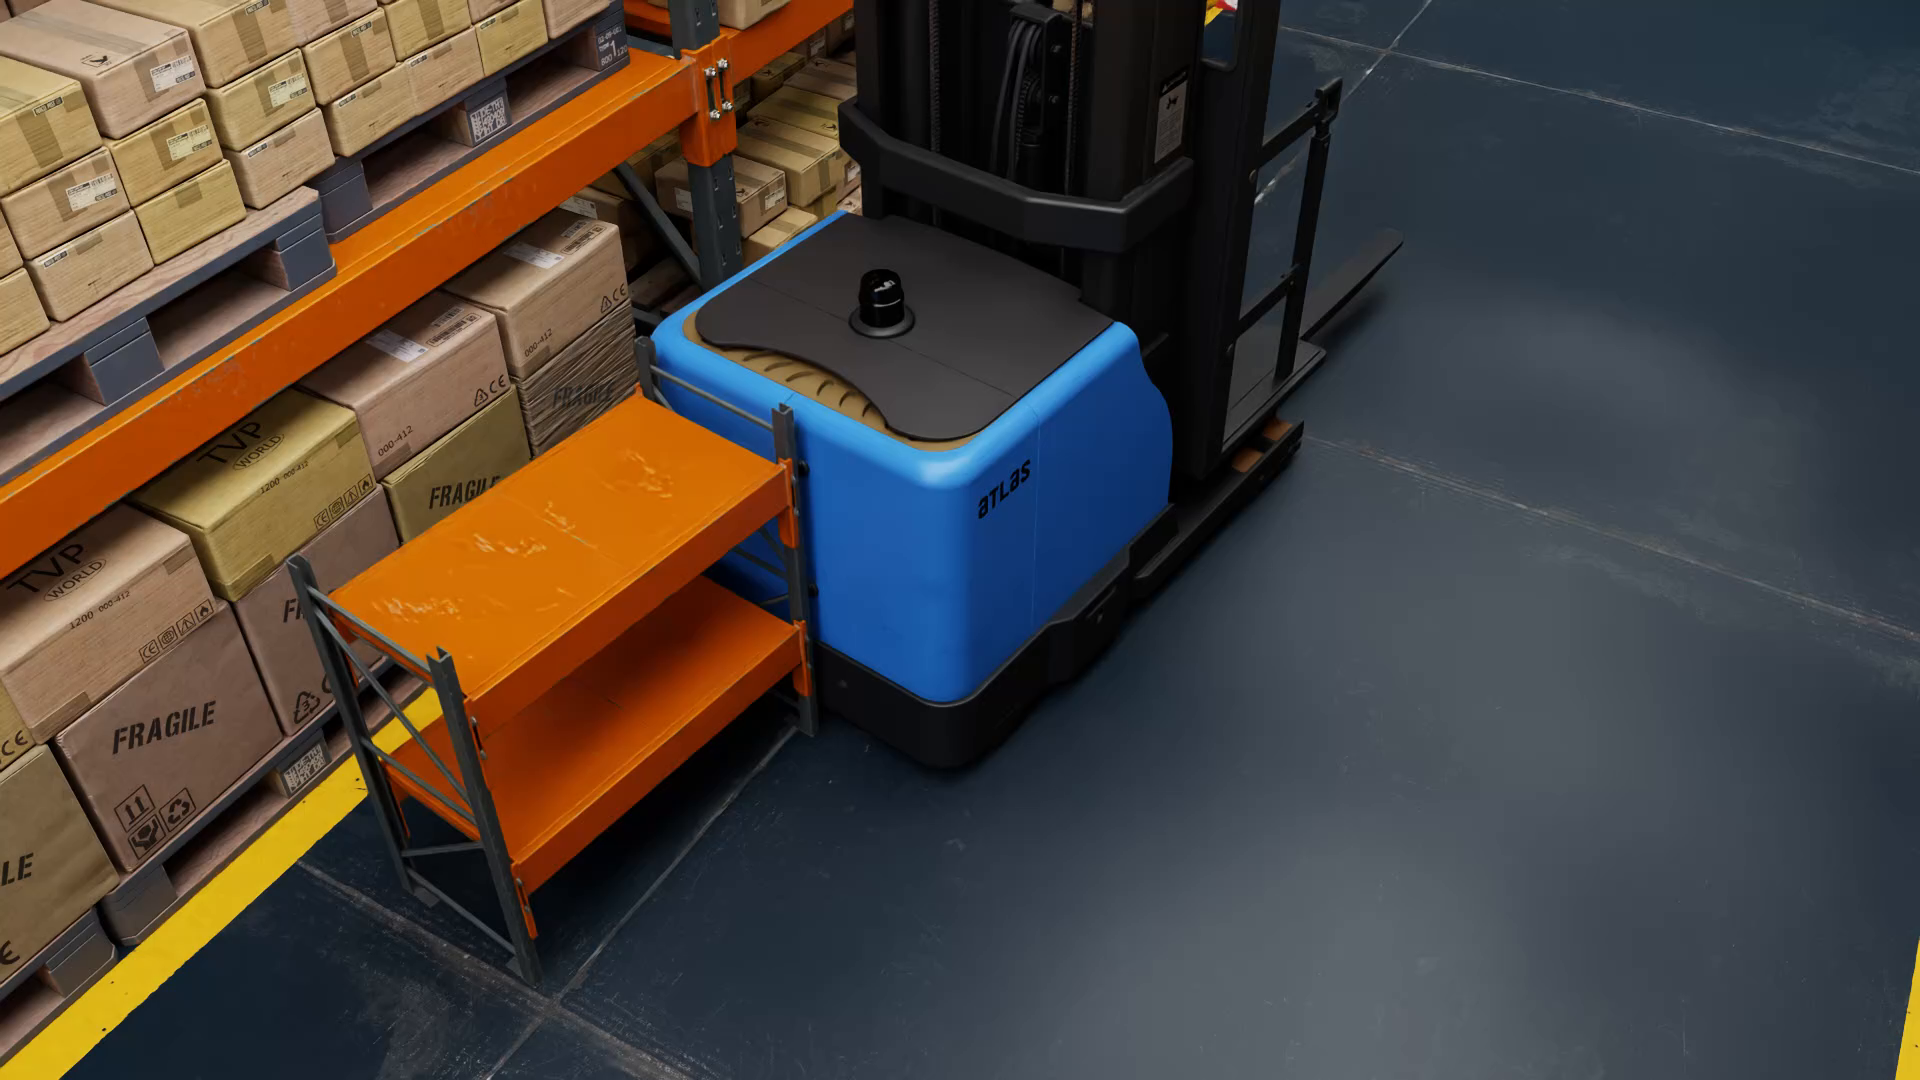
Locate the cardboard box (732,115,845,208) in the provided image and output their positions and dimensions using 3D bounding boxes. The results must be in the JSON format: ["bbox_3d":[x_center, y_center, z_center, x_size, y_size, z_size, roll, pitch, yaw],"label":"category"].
[{"bbox_3d":[-0.634,-1.344,5.896,0.380,0.149,0.250,23,46,24],"label":"cardboard box"}]

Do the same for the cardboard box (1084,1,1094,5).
[{"bbox_3d":[0.496,-2.470,7.624,0.380,0.149,0.250,21,45,22],"label":"cardboard box"}]

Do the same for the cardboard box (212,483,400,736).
[{"bbox_3d":[-1.845,0.106,4.434,0.500,0.500,0.500,20,45,21],"label":"cardboard box"}]

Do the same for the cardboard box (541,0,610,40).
[{"bbox_3d":[-1.203,-1.537,4.598,0.380,0.149,0.250,20,45,21],"label":"cardboard box"}]

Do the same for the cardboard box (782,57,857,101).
[{"bbox_3d":[-0.440,-1.662,6.257,0.380,0.149,0.250,20,45,21],"label":"cardboard box"}]

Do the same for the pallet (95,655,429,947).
[{"bbox_3d":[-2.173,0.426,4.606,1.003,0.211,1.213,21,45,22],"label":"pallet"}]

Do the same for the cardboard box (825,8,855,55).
[{"bbox_3d":[-0.633,-2.138,6.797,0.380,0.149,0.250,19,45,21],"label":"cardboard box"}]

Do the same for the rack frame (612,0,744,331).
[{"bbox_3d":[-1.175,-1.767,4.987,1.000,3.000,0.127,21,45,22],"label":"rack frame"}]

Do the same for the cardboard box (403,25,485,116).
[{"bbox_3d":[-1.458,-1.247,4.268,0.380,0.149,0.250,21,45,22],"label":"cardboard box"}]

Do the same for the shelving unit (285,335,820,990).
[{"bbox_3d":[-0.907,0.289,4.071,0.538,1.125,1.048,27,48,27],"label":"shelving unit"}]

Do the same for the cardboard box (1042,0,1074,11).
[{"bbox_3d":[0.315,-2.366,7.056,0.380,0.149,0.250,23,46,24],"label":"cardboard box"}]

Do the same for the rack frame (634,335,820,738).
[{"bbox_3d":[-0.599,0.021,4.375,0.500,1.125,0.032,27,48,27],"label":"rack frame"}]

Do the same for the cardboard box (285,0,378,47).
[{"bbox_3d":[-1.603,-1.308,3.887,0.380,0.149,0.250,21,45,22],"label":"cardboard box"}]

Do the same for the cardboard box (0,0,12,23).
[{"bbox_3d":[-2.417,-1.240,3.811,0.380,0.149,0.250,23,46,24],"label":"cardboard box"}]

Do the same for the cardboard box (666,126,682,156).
[{"bbox_3d":[-1.129,-1.527,6.103,0.380,0.149,0.250,21,46,23],"label":"cardboard box"}]

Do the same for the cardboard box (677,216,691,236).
[{"bbox_3d":[-1.072,-1.313,6.310,0.380,0.149,0.250,22,46,23],"label":"cardboard box"}]

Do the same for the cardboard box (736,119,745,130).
[{"bbox_3d":[-1.049,-1.570,6.377,0.380,0.149,0.250,19,45,21],"label":"cardboard box"}]

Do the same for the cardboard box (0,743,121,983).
[{"bbox_3d":[-2.353,0.693,3.767,0.500,0.500,0.500,21,46,23],"label":"cardboard box"}]

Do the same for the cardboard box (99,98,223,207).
[{"bbox_3d":[-1.860,-0.893,3.642,0.380,0.149,0.250,21,46,22],"label":"cardboard box"}]

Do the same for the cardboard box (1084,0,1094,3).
[{"bbox_3d":[0.551,-2.561,7.502,0.380,0.149,0.250,19,45,20],"label":"cardboard box"}]

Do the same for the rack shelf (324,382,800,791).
[{"bbox_3d":[-0.907,0.069,3.878,0.538,0.278,1.000,27,48,27],"label":"rack shelf"}]

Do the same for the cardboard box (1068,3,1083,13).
[{"bbox_3d":[0.303,-2.260,7.161,0.380,0.149,0.250,22,46,23],"label":"cardboard box"}]

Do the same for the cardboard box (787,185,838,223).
[{"bbox_3d":[-0.668,-1.242,6.005,0.380,0.149,0.250,21,46,22],"label":"cardboard box"}]

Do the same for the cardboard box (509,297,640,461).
[{"bbox_3d":[-1.327,-0.479,5.098,0.500,0.500,0.500,20,45,21],"label":"cardboard box"}]

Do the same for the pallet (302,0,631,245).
[{"bbox_3d":[-1.684,-1.306,4.608,1.003,0.211,1.213,21,45,22],"label":"pallet"}]

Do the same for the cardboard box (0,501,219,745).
[{"bbox_3d":[-2.110,0.137,3.830,0.500,0.250,0.500,21,46,22],"label":"cardboard box"}]

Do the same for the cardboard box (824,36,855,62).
[{"bbox_3d":[-0.577,-1.980,6.843,0.380,0.149,0.250,19,45,20],"label":"cardboard box"}]

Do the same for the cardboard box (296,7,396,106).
[{"bbox_3d":[-1.594,-1.199,3.989,0.380,0.149,0.250,19,45,21],"label":"cardboard box"}]

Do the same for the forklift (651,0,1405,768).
[{"bbox_3d":[0.479,-1.414,4.637,1.130,2.935,3.031,27,48,27],"label":"forklift"}]

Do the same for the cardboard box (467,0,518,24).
[{"bbox_3d":[-1.334,-1.498,4.328,0.380,0.149,0.250,21,46,22],"label":"cardboard box"}]

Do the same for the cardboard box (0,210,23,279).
[{"bbox_3d":[-2.118,-0.600,3.309,0.380,0.149,0.250,21,45,22],"label":"cardboard box"}]

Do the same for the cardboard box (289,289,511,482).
[{"bbox_3d":[-1.598,-0.468,4.518,0.500,0.250,0.500,23,46,24],"label":"cardboard box"}]

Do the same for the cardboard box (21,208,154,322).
[{"bbox_3d":[-1.985,-0.638,3.578,0.380,0.149,0.250,19,45,21],"label":"cardboard box"}]

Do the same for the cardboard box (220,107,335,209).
[{"bbox_3d":[-1.718,-0.942,3.923,0.380,0.149,0.250,19,45,20],"label":"cardboard box"}]

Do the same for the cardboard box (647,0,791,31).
[{"bbox_3d":[-0.750,-1.726,5.131,0.380,0.149,0.250,23,46,24],"label":"cardboard box"}]

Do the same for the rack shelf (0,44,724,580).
[{"bbox_3d":[-2.176,-0.352,3.925,1.077,0.370,4.000,21,45,22],"label":"rack shelf"}]

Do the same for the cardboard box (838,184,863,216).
[{"bbox_3d":[-0.502,-1.268,6.260,0.380,0.149,0.250,21,45,22],"label":"cardboard box"}]

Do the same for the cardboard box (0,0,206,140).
[{"bbox_3d":[-1.860,-1.014,3.554,0.380,0.149,0.250,19,45,20],"label":"cardboard box"}]

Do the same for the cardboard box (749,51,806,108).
[{"bbox_3d":[-0.813,-1.794,6.407,0.380,0.149,0.250,22,46,23],"label":"cardboard box"}]
